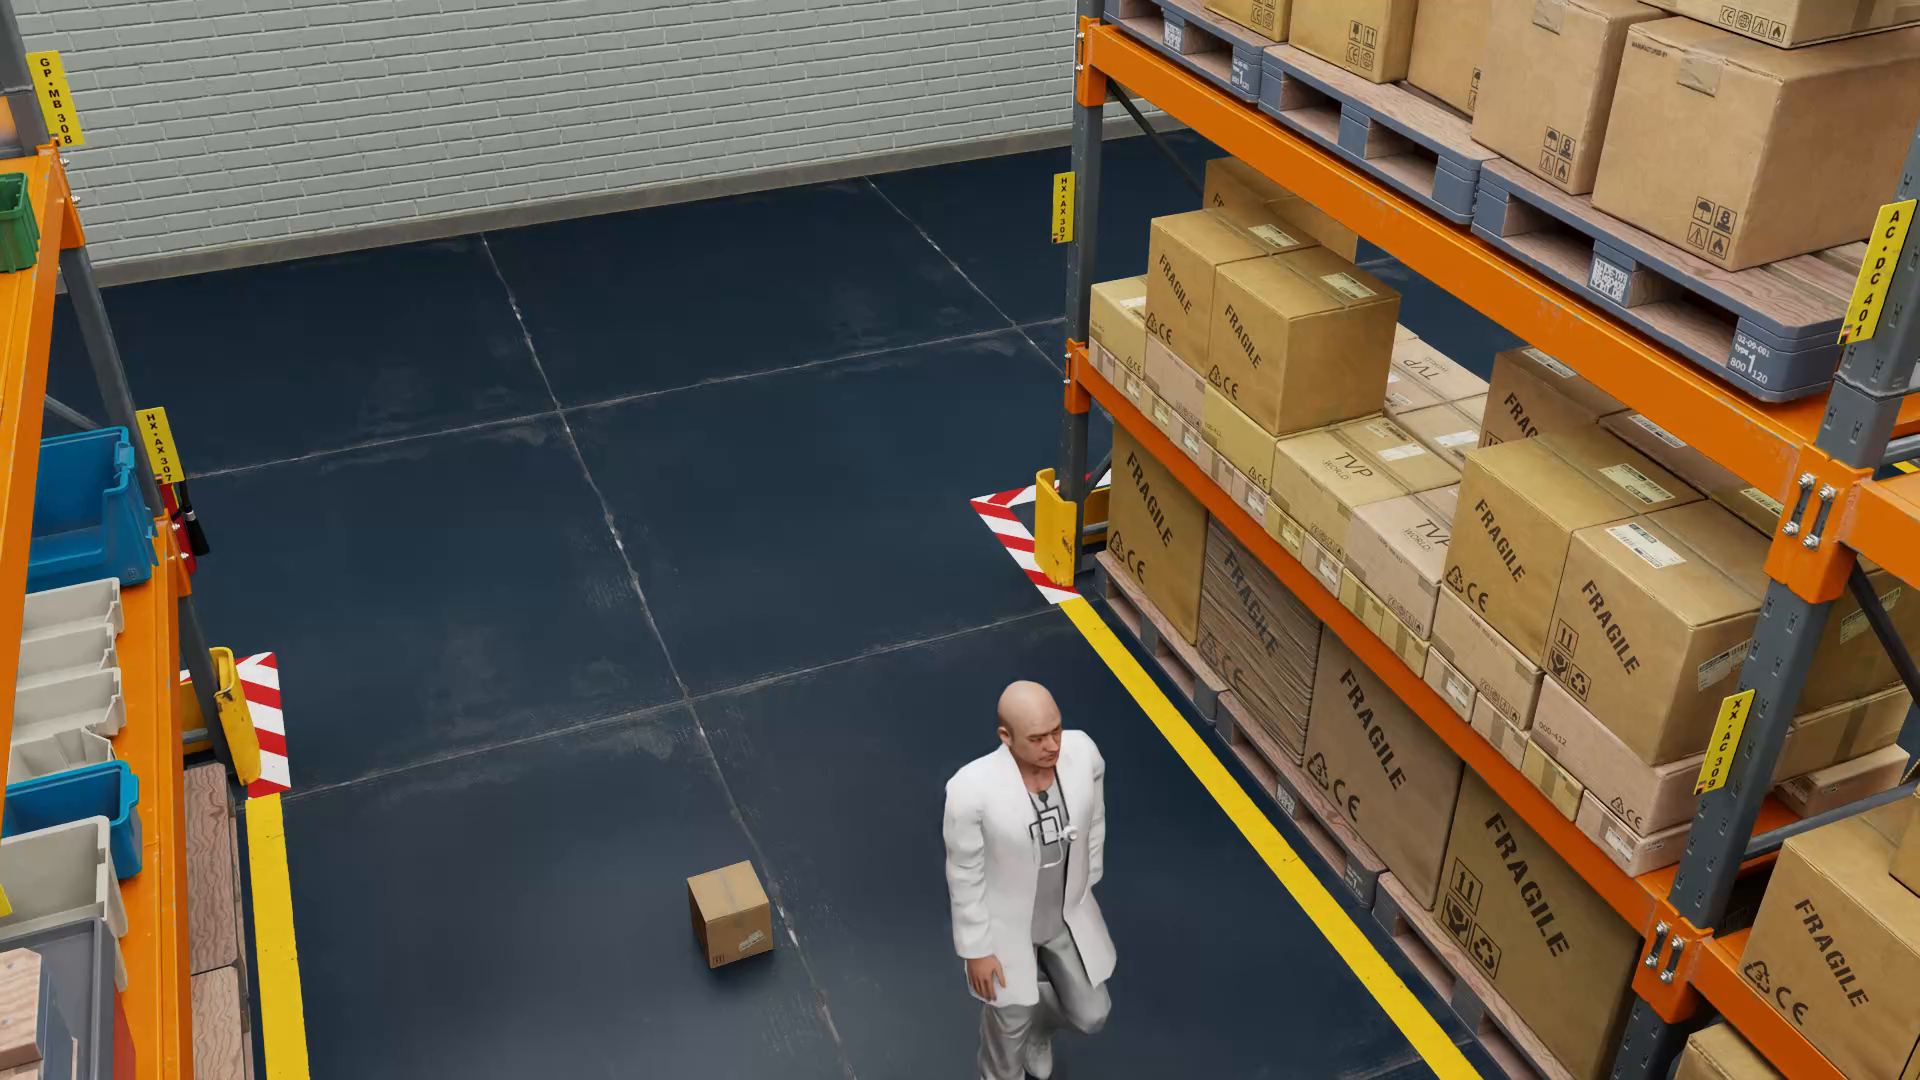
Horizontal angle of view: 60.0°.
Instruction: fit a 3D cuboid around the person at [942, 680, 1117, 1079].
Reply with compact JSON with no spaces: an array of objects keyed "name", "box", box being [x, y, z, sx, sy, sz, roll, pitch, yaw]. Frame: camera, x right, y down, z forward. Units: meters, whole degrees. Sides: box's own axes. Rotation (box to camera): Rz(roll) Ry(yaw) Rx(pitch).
[{"name":"person","box":[0.223,1.188,5.294,0.584,1.790,0.524,-14,36,-21]}]
